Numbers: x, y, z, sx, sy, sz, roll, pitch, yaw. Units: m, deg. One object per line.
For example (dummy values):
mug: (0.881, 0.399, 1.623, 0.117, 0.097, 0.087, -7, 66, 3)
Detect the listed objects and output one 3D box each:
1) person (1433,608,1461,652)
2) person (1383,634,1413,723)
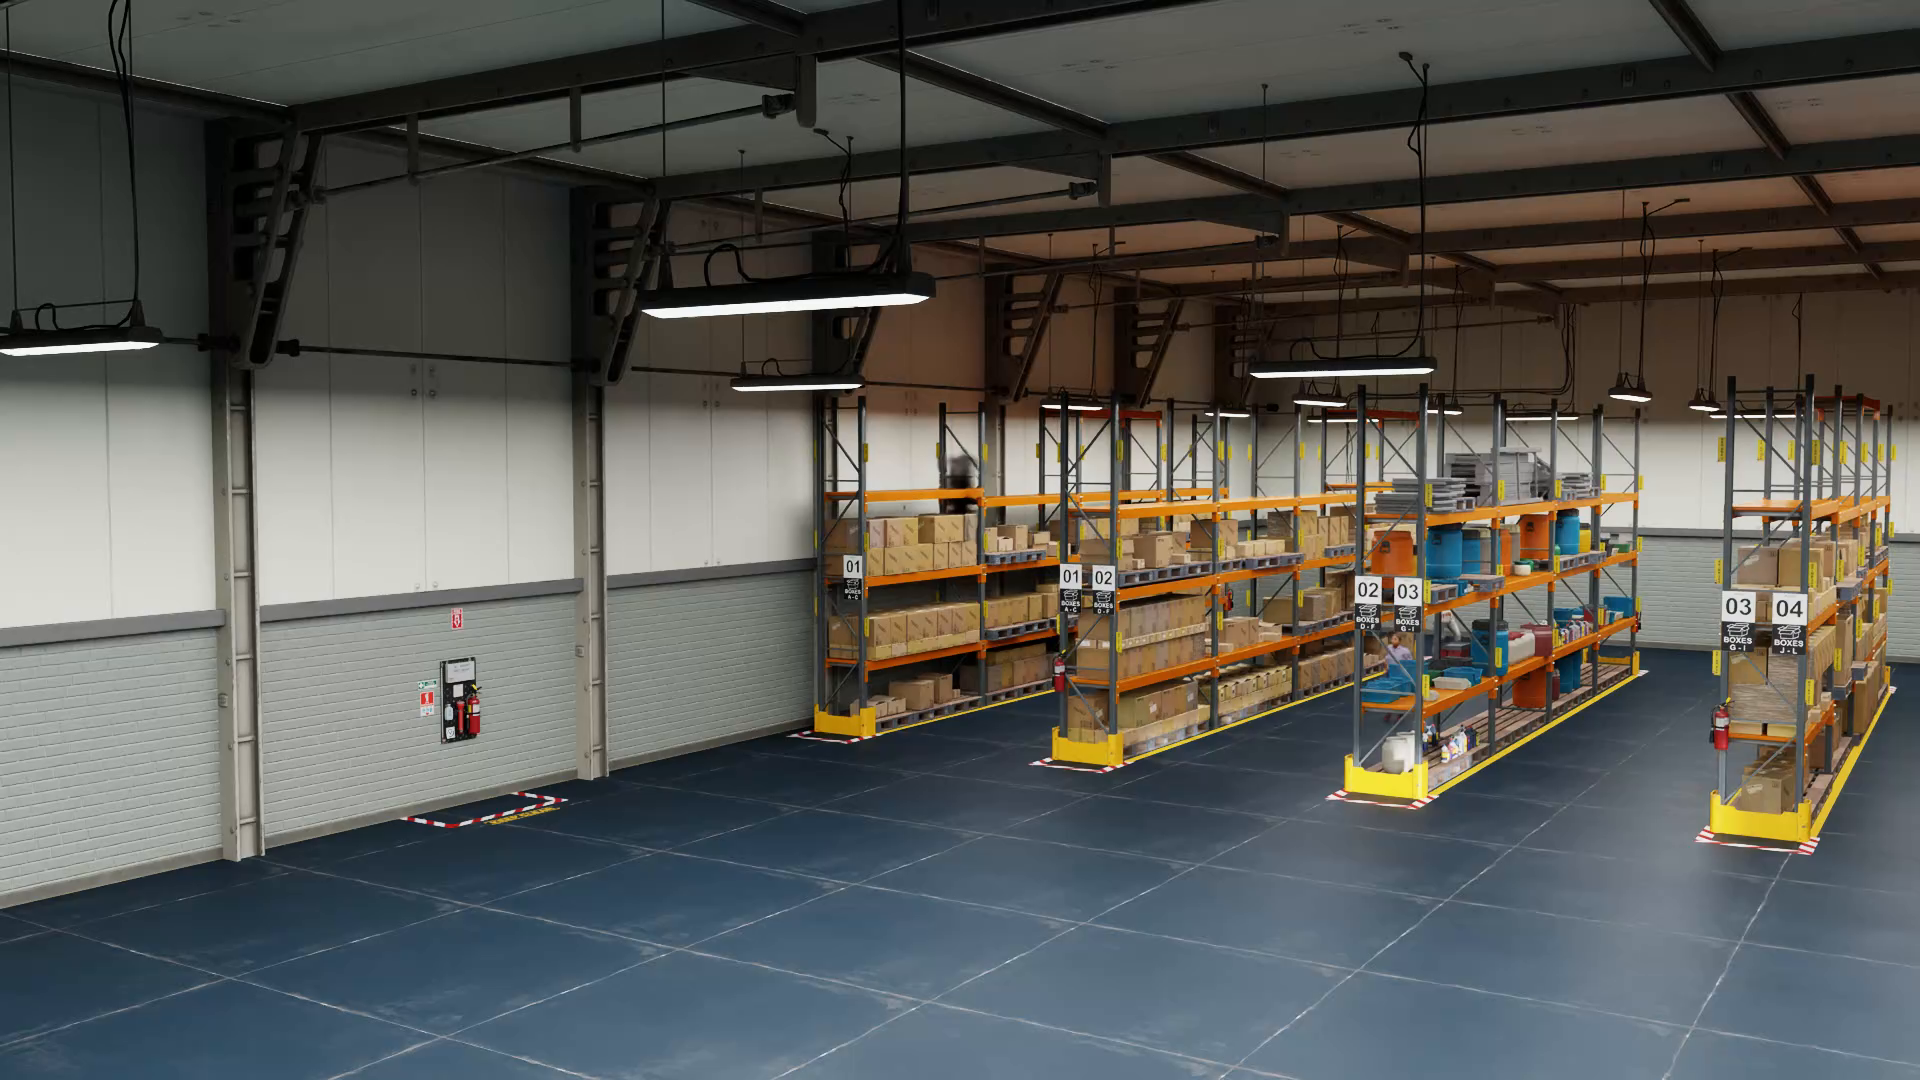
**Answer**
person: (11.851, 1.997, 40.511, 0.668, 1.805, 0.870, -1, 3, -19)
person: (8.110, 2.576, 30.817, 0.586, 1.683, 0.725, 2, 3, 29)
